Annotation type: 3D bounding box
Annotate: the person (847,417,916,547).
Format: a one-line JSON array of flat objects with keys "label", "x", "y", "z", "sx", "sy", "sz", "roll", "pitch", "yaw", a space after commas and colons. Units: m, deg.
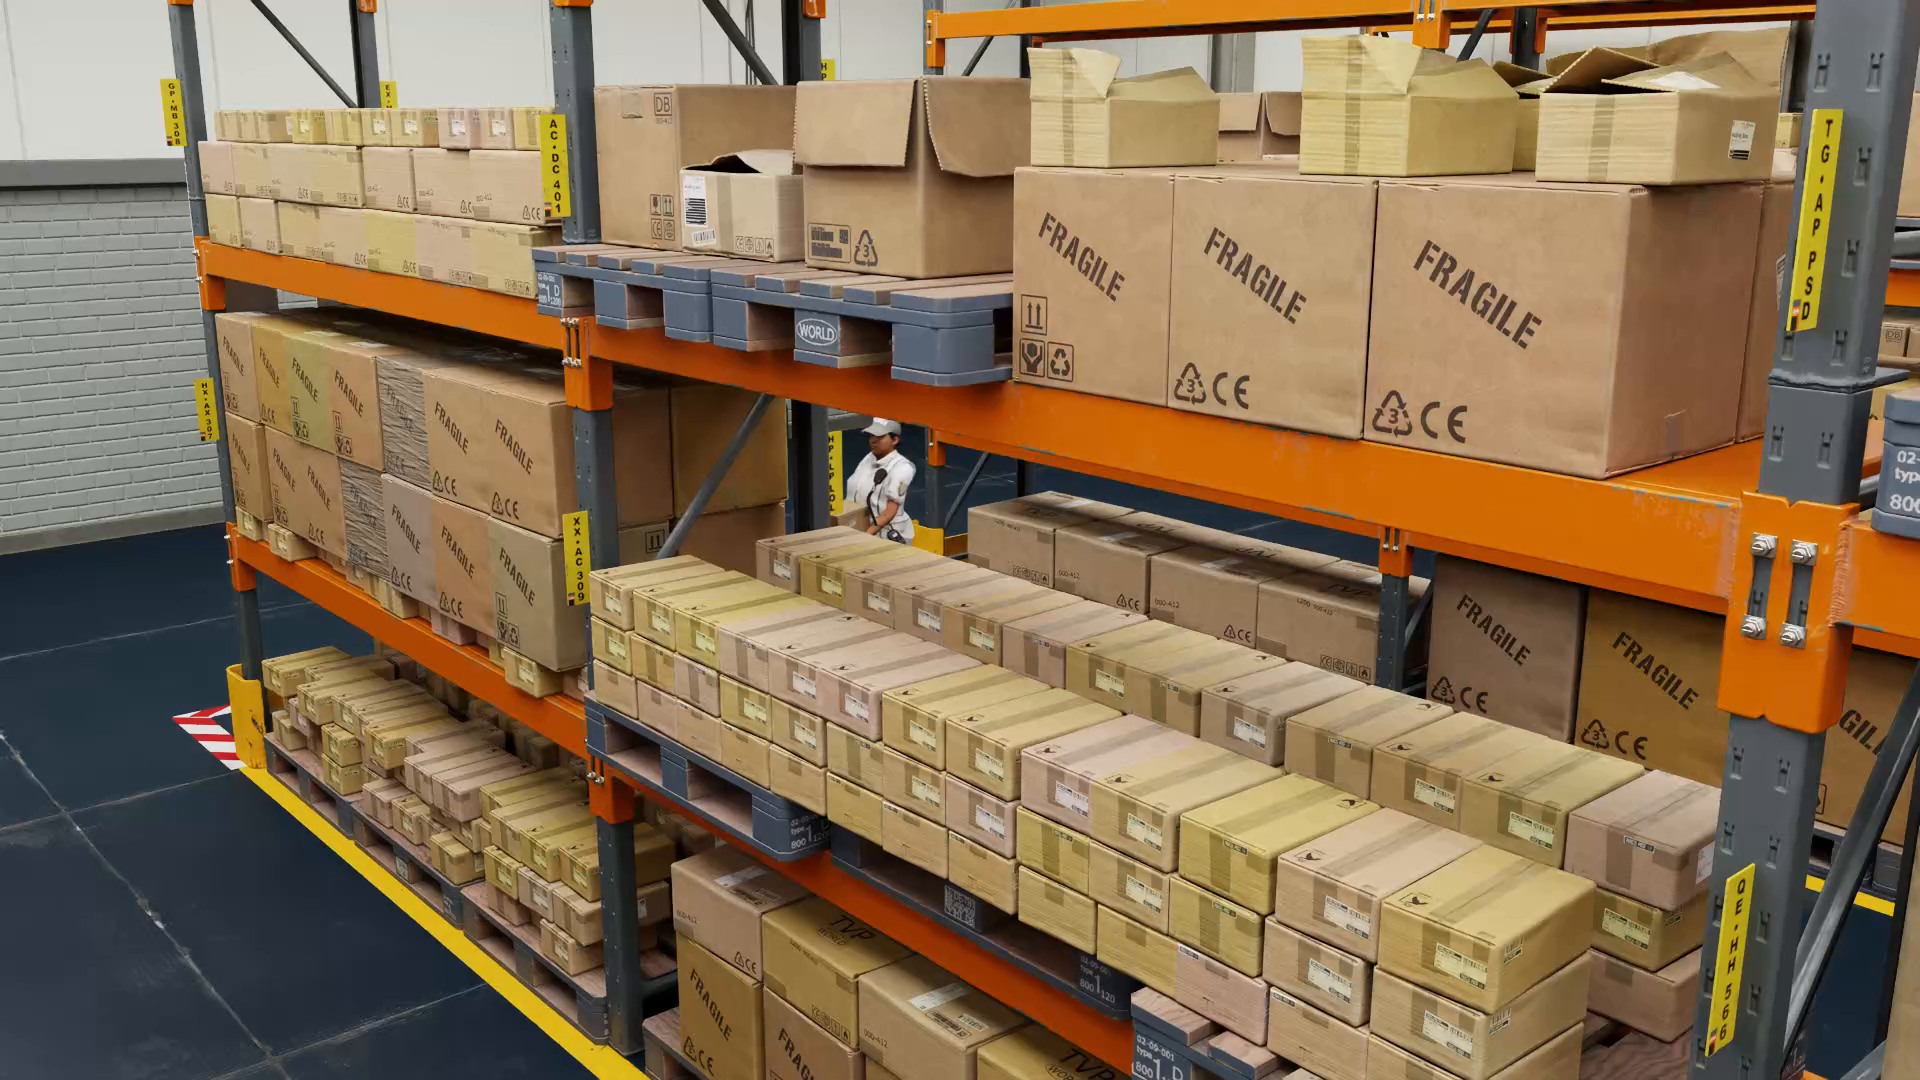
[{"label": "person", "x": -0.557, "y": 0.049, "z": 10.328, "sx": 0.535, "sy": 1.656, "sz": 0.455, "roll": -12, "pitch": 18, "yaw": -38}]
